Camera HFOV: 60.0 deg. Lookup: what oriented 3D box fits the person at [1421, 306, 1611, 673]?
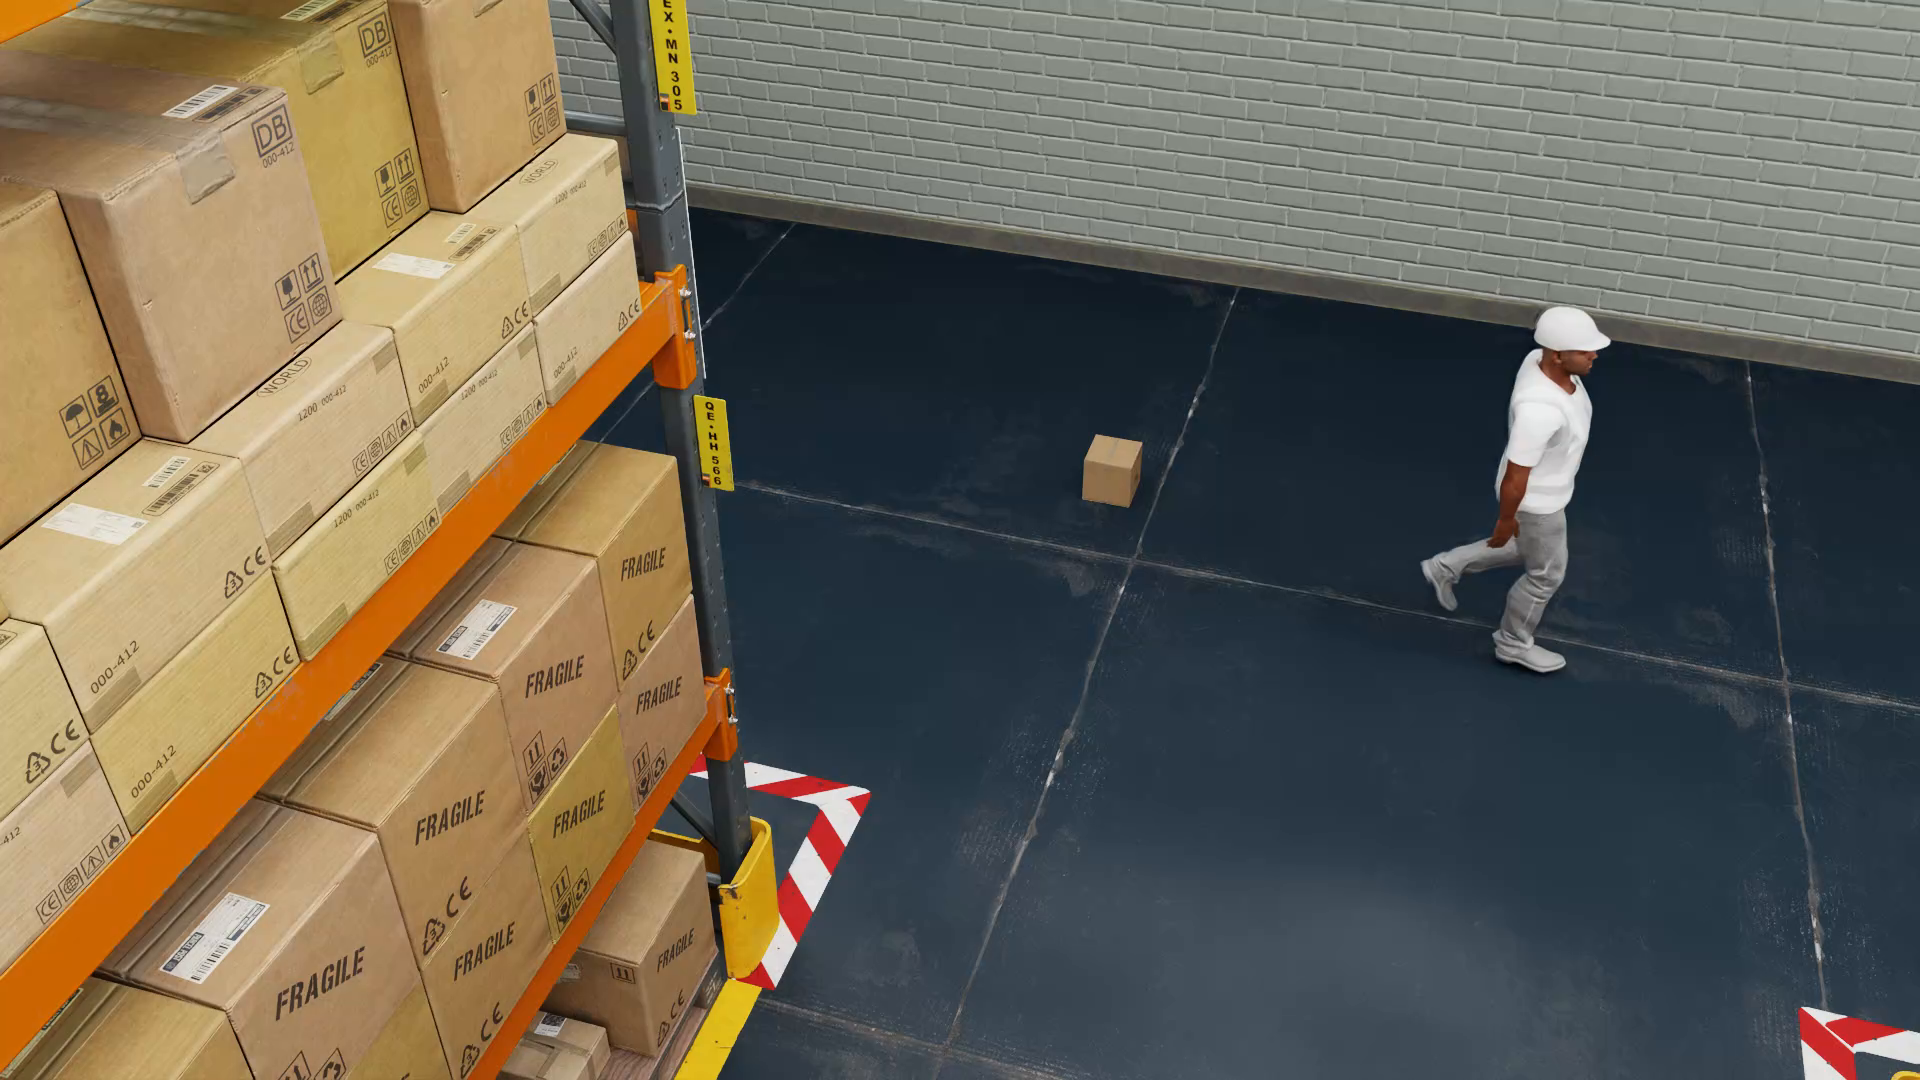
[{"bbox_3d":[2.421,-0.228,7.140,0.707,1.746,0.576,12,38,16],"label":"person"}]
